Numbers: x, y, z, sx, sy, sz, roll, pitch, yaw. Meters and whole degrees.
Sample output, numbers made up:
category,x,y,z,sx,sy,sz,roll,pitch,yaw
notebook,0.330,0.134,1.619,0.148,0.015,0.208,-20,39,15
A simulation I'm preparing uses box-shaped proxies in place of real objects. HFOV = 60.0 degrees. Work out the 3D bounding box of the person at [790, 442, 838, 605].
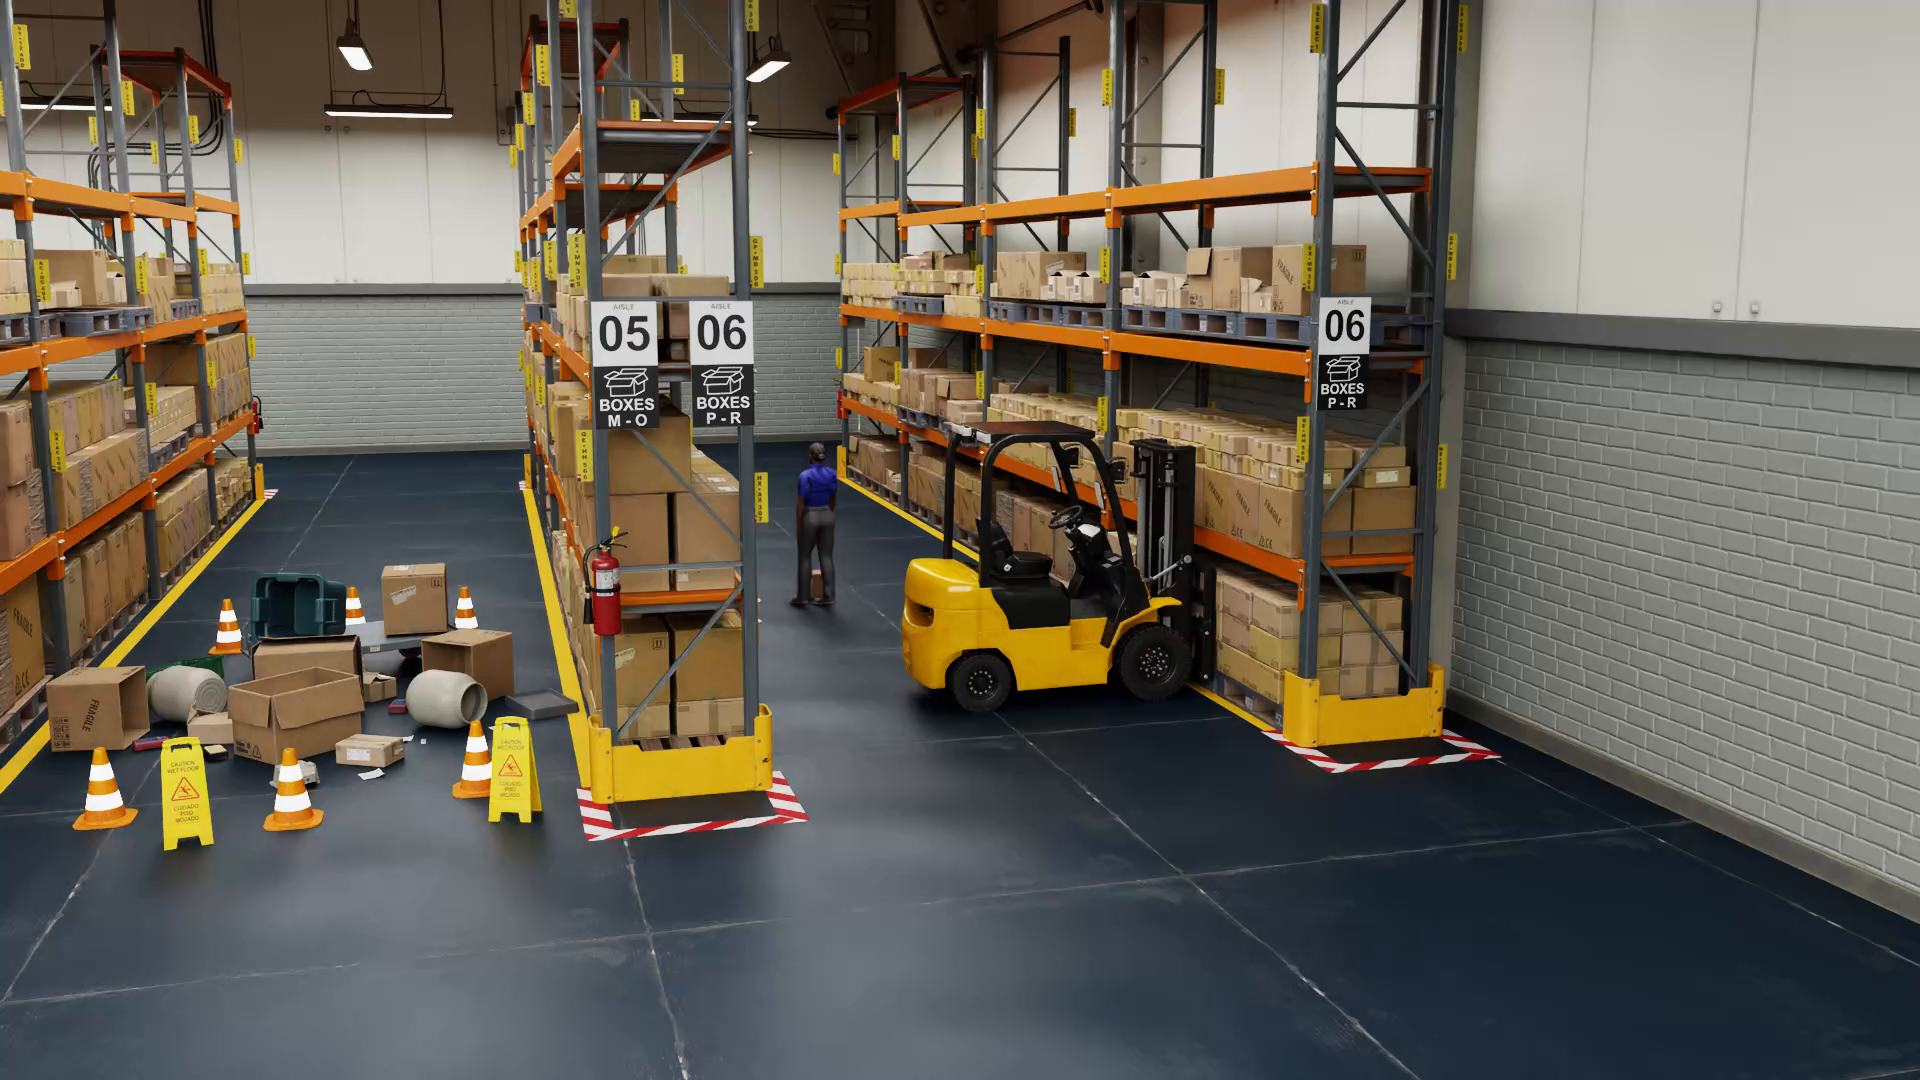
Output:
category,x,y,z,sx,sy,sz,roll,pitch,yaw
person,-1.481,-0.165,16.844,0.464,1.666,0.505,-6,11,-32
